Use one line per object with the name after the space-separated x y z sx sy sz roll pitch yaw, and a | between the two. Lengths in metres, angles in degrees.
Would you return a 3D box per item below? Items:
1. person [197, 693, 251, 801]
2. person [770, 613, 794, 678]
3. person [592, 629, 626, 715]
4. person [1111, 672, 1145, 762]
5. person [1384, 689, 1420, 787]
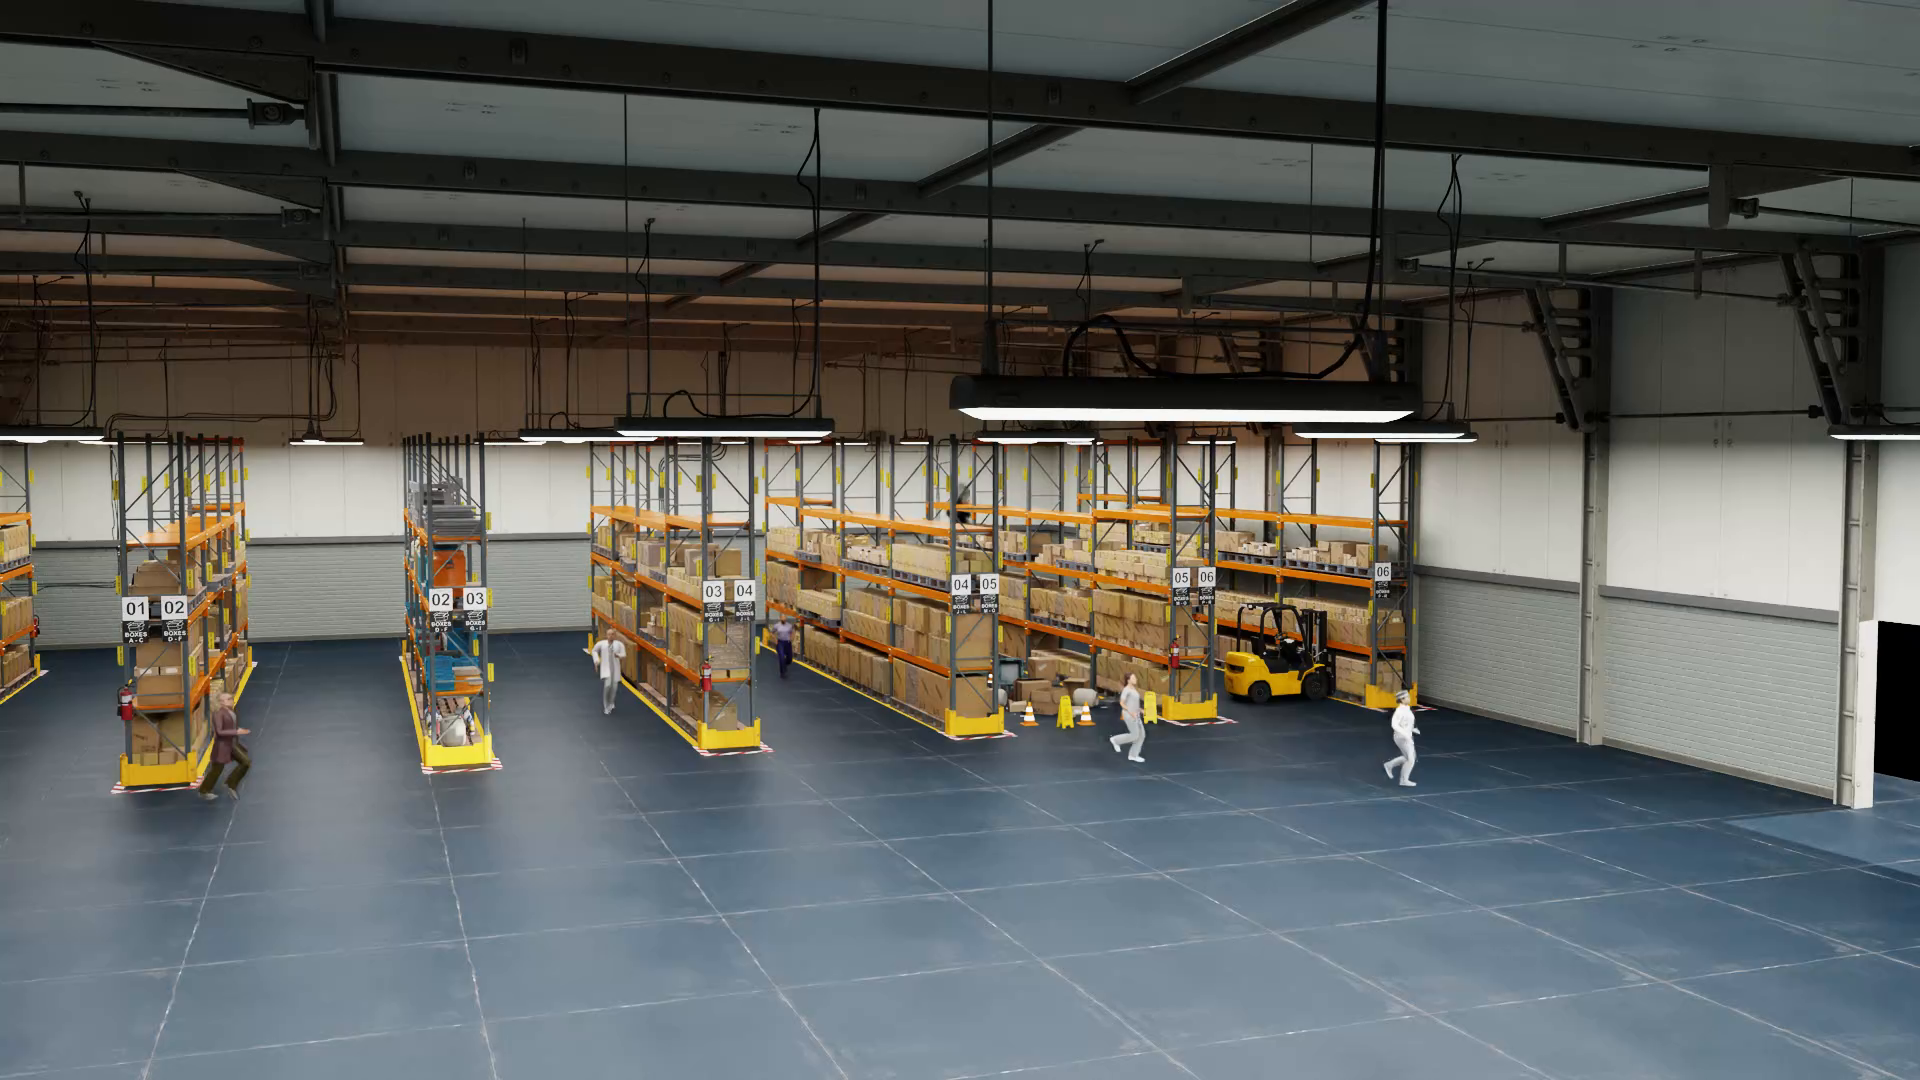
-11.853 3.342 26.892 0.920 1.769 0.733 1 3 12 | person
-4.423 2.628 41.517 0.613 1.587 0.688 -1 3 -20 | person
-7.568 2.847 35.966 0.657 1.846 0.828 -1 3 -24 | person
3.093 3.230 30.470 0.636 1.631 0.572 2 4 27 | person
7.454 3.334 28.119 0.599 1.654 0.606 2 4 27 | person
